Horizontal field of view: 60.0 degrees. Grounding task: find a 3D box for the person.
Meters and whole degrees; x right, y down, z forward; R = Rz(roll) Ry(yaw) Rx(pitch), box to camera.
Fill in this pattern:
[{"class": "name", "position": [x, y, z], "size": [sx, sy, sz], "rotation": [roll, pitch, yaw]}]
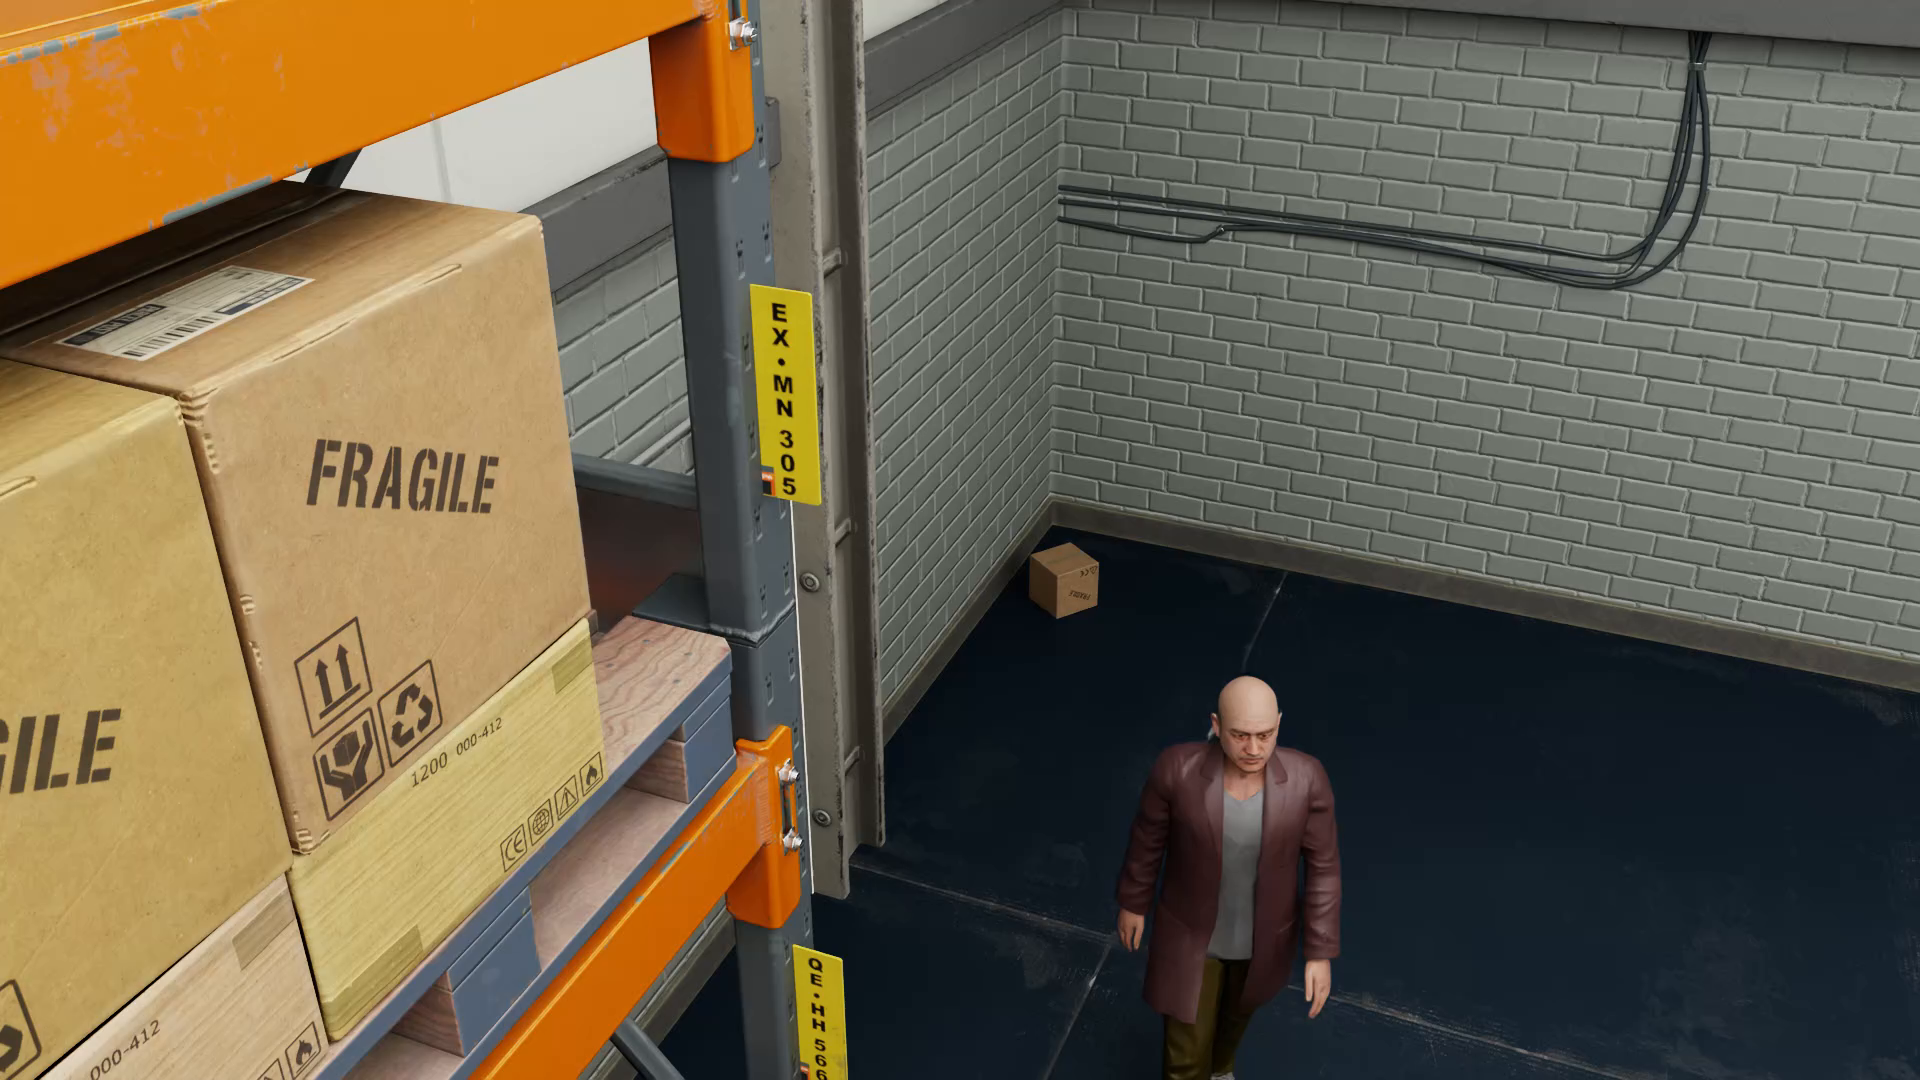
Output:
[{"class": "person", "position": [0.794, 1.215, 4.979], "size": [0.644, 1.810, 0.839], "rotation": [0, 29, 1]}]
